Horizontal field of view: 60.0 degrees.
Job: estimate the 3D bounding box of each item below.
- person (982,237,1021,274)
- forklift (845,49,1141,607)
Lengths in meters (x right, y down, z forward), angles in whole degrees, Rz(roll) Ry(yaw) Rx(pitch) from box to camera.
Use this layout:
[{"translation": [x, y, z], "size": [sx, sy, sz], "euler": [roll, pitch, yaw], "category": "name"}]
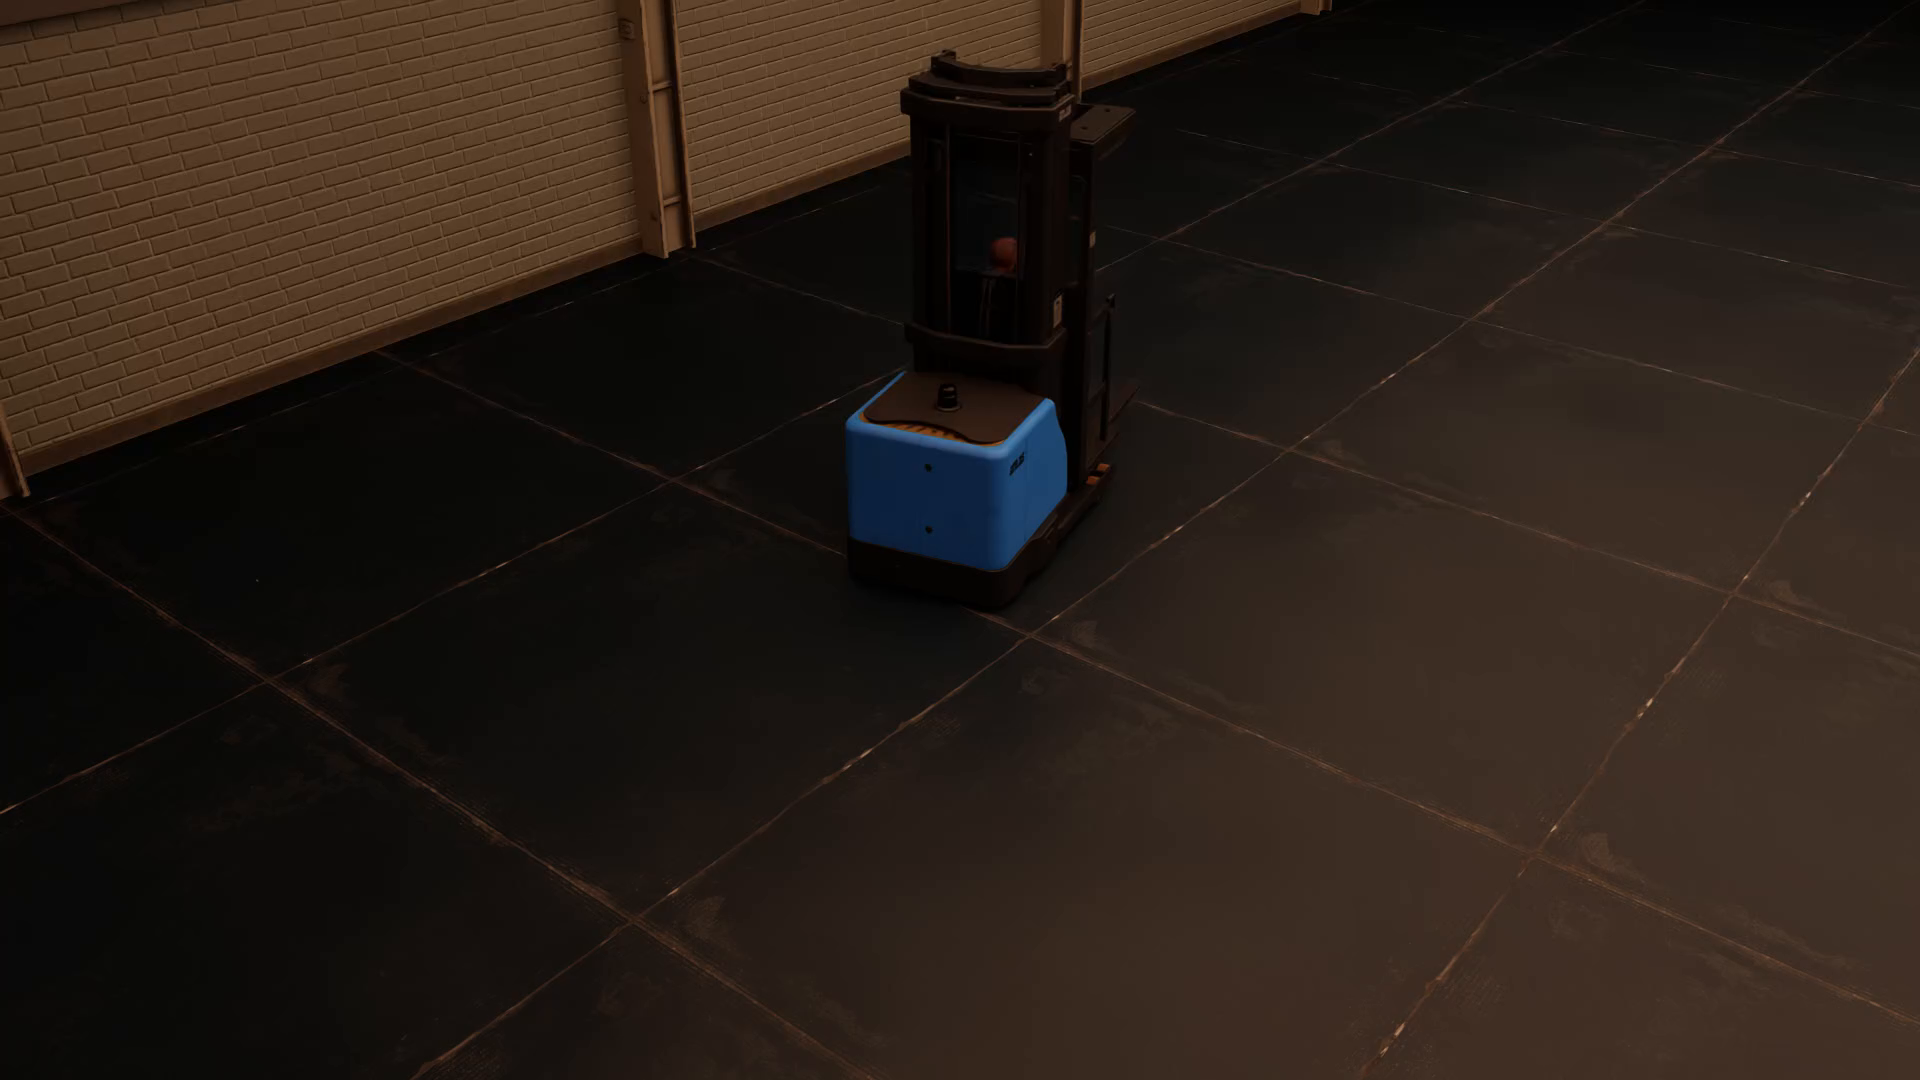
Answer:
[{"translation": [0.299, -1.344, 11.331], "size": [0.741, 1.490, 0.856], "euler": [-15, 34, -25], "category": "person"}, {"translation": [0.385, -1.602, 10.336], "size": [1.130, 2.935, 3.031], "euler": [13, 33, 21], "category": "forklift"}]
